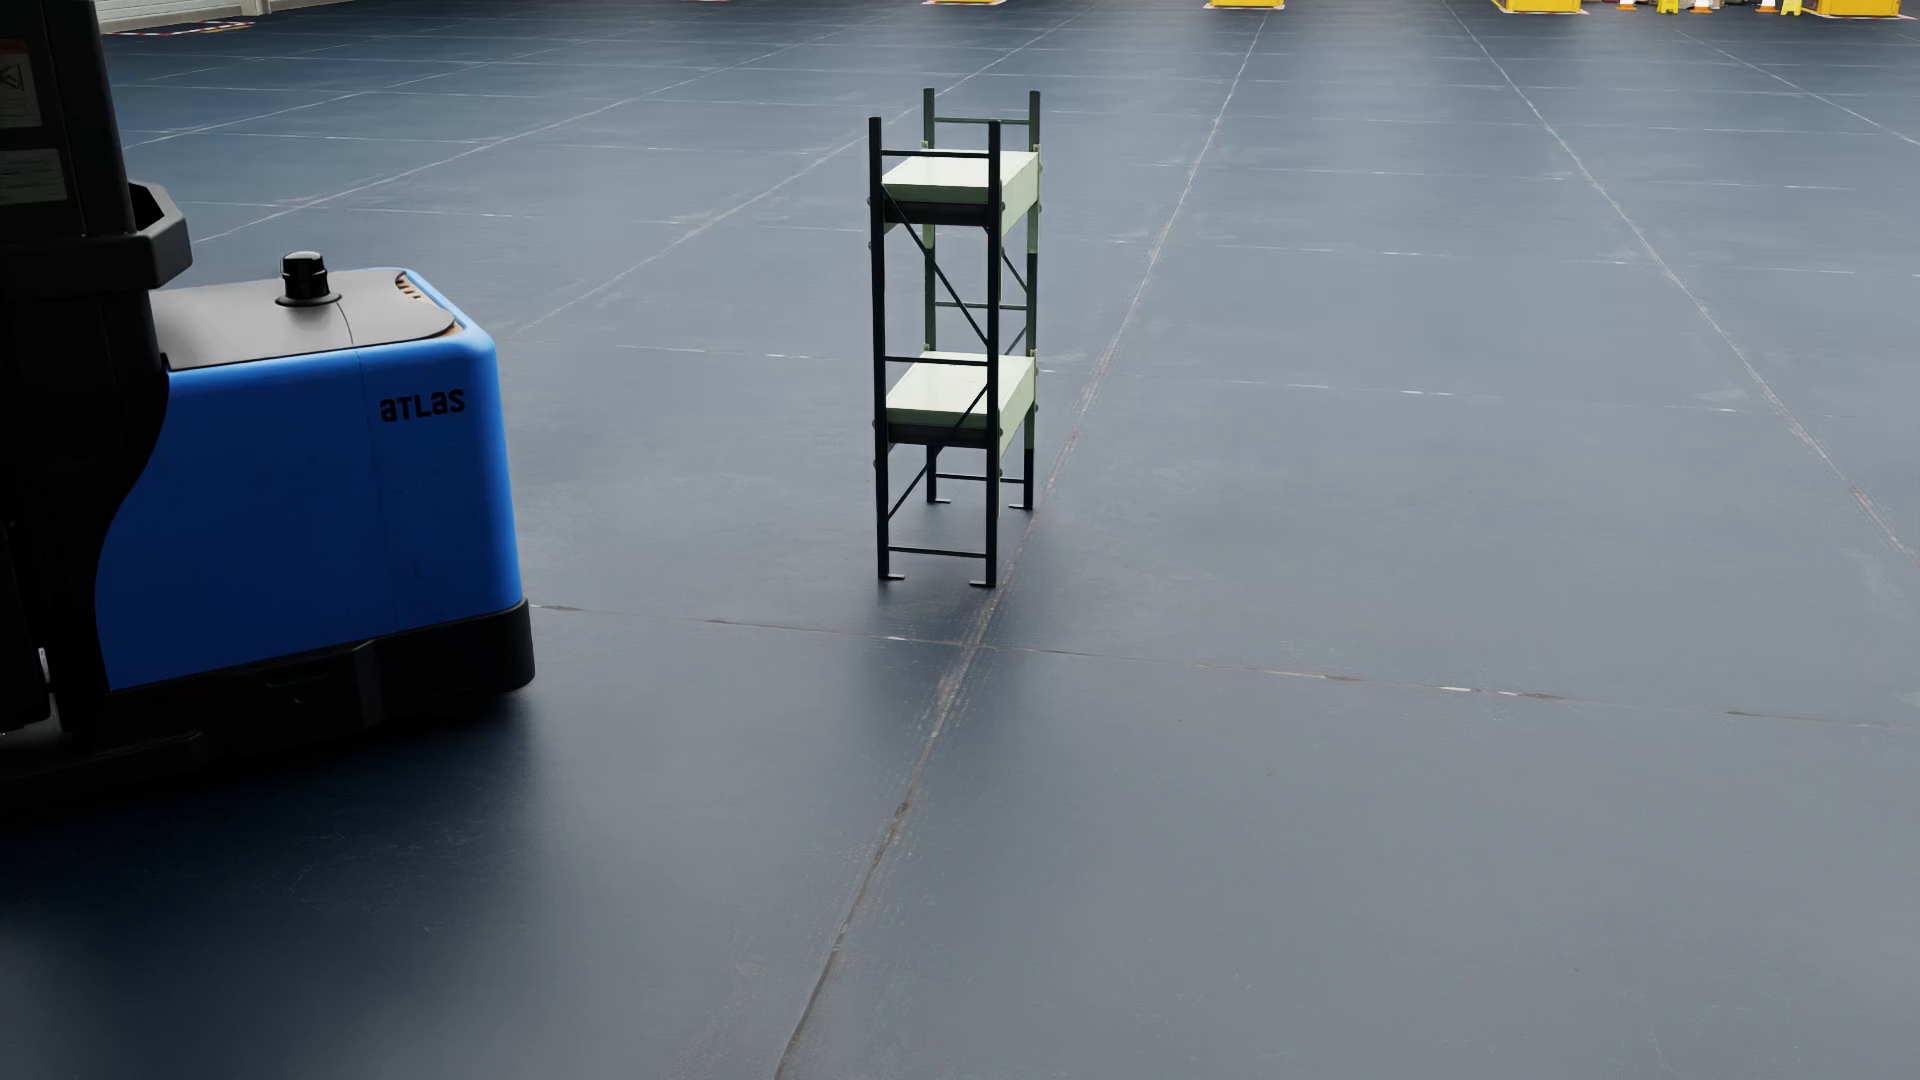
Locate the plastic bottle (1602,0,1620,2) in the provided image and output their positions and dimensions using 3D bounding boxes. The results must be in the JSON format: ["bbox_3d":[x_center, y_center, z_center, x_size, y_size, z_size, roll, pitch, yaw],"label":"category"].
[{"bbox_3d":[11.641,-9.642,29.713,0.283,0.061,0.133,-3,22,-8],"label":"plastic bottle"}]

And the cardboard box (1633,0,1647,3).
[{"bbox_3d":[12.068,-9.735,29.670,0.396,0.266,0.258,8,23,20],"label":"cardboard box"}]

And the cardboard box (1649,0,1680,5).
[{"bbox_3d":[12.546,-9.646,29.132,0.797,0.503,0.637,-11,25,-26],"label":"cardboard box"}]

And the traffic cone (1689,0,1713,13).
[{"bbox_3d":[12.335,-9.008,27.601,0.336,0.463,0.334,4,22,11],"label":"traffic cone"}]

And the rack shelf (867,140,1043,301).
[{"bbox_3d":[-0.001,-1.055,5.422,0.431,0.370,0.720,4,22,11],"label":"rack shelf"}]

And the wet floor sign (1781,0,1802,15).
[{"bbox_3d":[13.580,-8.889,27.061,0.267,0.644,0.232,13,25,29],"label":"wet floor sign"}]

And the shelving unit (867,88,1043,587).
[{"bbox_3d":[-0.001,-0.693,5.567,0.431,1.500,0.755,4,22,11],"label":"shelving unit"}]

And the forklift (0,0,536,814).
[{"bbox_3d":[-2.740,-0.781,3.869,3.031,2.935,1.130,-12,25,-27],"label":"forklift"}]

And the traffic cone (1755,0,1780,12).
[{"bbox_3d":[13.491,-9.048,27.700,0.336,0.463,0.334,4,22,11],"label":"traffic cone"}]

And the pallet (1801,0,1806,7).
[{"bbox_3d":[15.133,-9.443,29.017,1.003,0.211,1.213,4,22,11],"label":"pallet"}]

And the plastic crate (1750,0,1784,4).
[{"bbox_3d":[14.359,-9.566,29.499,0.402,0.080,0.583,-3,22,-8],"label":"plastic crate"}]

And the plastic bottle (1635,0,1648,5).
[{"bbox_3d":[11.996,-9.475,29.299,0.133,0.061,0.283,-3,22,-8],"label":"plastic bottle"}]

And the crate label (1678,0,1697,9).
[{"bbox_3d":[12.434,-9.149,28.388,0.250,0.136,0.298,-7,23,-17],"label":"crate label"}]

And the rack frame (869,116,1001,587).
[{"bbox_3d":[-0.076,-0.559,5.235,0.400,1.500,0.023,4,22,11],"label":"rack frame"}]

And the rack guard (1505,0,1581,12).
[{"bbox_3d":[9.794,-9.141,27.882,1.175,0.500,0.348,4,22,11],"label":"rack guard"}]

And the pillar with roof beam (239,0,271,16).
[{"bbox_3d":[-7.297,-12.439,24.695,9.100,9.000,0.400,4,22,11],"label":"pillar with roof beam"}]

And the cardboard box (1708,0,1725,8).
[{"bbox_3d":[12.956,-9.280,28.696,0.380,0.149,0.250,18,28,38],"label":"cardboard box"}]

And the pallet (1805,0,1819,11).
[{"bbox_3d":[14.882,-8.998,27.912,1.003,0.211,1.213,4,22,11],"label":"pallet"}]

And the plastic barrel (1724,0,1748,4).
[{"bbox_3d":[13.605,-9.645,29.235,0.421,0.421,0.512,-16,27,-35],"label":"plastic barrel"}]

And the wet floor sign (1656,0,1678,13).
[{"bbox_3d":[11.732,-9.056,27.475,0.267,0.644,0.232,1,22,2],"label":"wet floor sign"}]

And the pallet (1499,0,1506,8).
[{"bbox_3d":[9.886,-9.314,28.698,1.003,0.211,1.213,4,22,11],"label":"pallet"}]

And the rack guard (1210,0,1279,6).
[{"bbox_3d":[4.980,-9.593,29.003,1.175,0.500,0.348,4,22,11],"label":"rack guard"}]

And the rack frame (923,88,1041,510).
[{"bbox_3d":[0.073,-0.827,5.900,0.400,1.500,0.023,4,22,11],"label":"rack frame"}]

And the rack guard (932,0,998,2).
[{"bbox_3d":[0.085,-9.974,29.949,1.175,0.500,0.348,4,22,11],"label":"rack guard"}]

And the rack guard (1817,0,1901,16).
[{"bbox_3d":[14.681,-8.837,27.127,1.175,0.500,0.348,4,22,11],"label":"rack guard"}]

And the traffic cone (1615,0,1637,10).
[{"bbox_3d":[11.298,-9.219,28.124,0.336,0.463,0.334,4,22,11],"label":"traffic cone"}]

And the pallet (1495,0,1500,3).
[{"bbox_3d":[10.137,-9.759,29.803,1.003,0.211,1.213,4,22,11],"label":"pallet"}]

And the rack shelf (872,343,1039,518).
[{"bbox_3d":[-0.001,-0.391,5.689,0.431,0.370,0.720,4,22,11],"label":"rack shelf"}]

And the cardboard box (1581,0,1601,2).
[{"bbox_3d":[11.303,-9.968,29.931,0.500,0.500,0.500,8,23,20],"label":"cardboard box"}]
